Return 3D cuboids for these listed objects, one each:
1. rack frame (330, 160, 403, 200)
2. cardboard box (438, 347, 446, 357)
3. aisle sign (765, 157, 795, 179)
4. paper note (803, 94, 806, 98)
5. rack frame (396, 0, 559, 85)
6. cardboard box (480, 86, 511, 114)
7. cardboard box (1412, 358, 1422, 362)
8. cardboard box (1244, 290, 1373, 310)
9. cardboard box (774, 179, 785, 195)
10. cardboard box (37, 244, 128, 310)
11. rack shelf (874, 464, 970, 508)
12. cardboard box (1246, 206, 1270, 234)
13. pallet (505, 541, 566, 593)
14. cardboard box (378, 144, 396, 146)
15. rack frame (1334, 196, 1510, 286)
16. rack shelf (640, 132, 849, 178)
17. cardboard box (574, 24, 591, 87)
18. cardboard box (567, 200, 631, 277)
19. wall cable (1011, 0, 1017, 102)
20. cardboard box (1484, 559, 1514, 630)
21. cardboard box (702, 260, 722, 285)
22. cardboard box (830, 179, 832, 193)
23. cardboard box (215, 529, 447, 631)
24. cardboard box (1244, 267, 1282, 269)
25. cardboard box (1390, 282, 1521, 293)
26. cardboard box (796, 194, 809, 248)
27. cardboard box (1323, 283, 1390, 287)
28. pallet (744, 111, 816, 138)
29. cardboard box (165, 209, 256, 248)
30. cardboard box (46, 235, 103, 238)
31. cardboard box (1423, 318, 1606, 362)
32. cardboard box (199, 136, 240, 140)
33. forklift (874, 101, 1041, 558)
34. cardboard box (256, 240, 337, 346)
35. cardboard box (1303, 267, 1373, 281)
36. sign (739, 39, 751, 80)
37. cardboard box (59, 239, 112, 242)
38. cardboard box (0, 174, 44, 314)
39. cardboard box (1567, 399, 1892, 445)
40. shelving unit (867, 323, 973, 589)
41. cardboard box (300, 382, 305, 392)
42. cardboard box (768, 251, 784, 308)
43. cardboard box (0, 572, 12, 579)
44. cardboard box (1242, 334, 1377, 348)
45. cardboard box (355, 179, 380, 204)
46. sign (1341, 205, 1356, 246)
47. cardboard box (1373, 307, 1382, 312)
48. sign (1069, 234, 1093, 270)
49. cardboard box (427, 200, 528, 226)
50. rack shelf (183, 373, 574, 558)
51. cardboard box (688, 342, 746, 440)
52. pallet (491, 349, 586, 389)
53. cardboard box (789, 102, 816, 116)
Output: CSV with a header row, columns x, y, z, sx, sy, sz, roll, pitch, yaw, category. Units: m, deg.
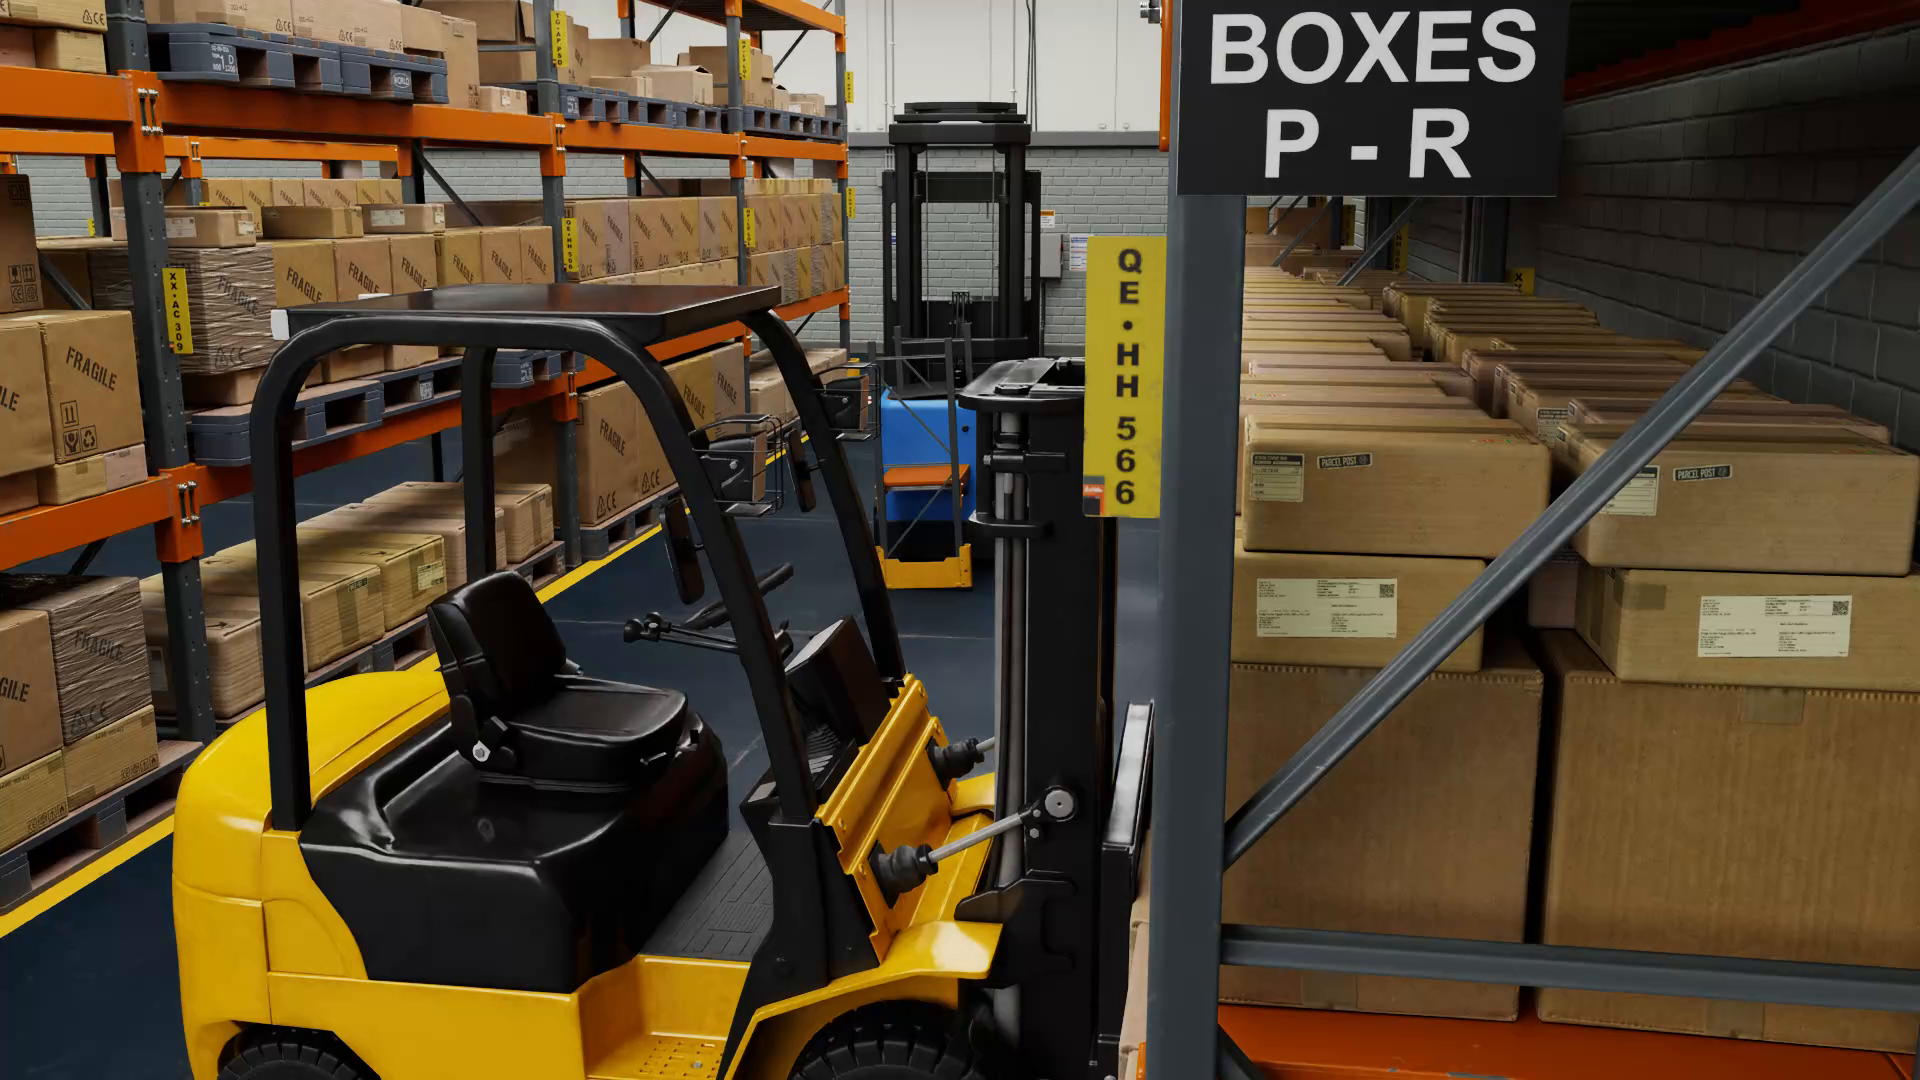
x,y,z,sx,sy,sz,roll,pitch,yaw,category
-6.622,-3.114,18.823,1.000,3.000,0.127,2,12,9,rack frame
-2.966,-1.046,8.825,0.380,0.149,0.250,2,12,9,cardboard box
-1.991,-4.270,18.015,0.394,0.787,0.004,2,12,9,aisle sign
-1.464,-4.192,15.699,0.006,0.032,0.123,2,12,9,paper note
-2.946,-4.242,9.817,1.000,3.000,0.127,2,12,9,rack frame
-2.817,-2.528,9.582,0.380,0.149,0.250,2,12,9,cardboard box
1.363,-0.395,4.431,0.380,0.149,0.250,2,12,11,cardboard box
1.020,-0.660,4.955,0.380,0.149,0.250,2,12,8,cardboard box
-1.836,-3.267,15.380,0.380,0.149,0.250,2,12,7,cardboard box
-3.717,-0.980,6.980,0.500,0.500,0.500,2,12,8,cardboard box
-0.190,-0.377,10.472,0.538,0.185,1.000,-2,12,7,rack shelf
2.623,-2.855,15.492,0.500,0.500,0.500,2,12,10,cardboard box
-3.068,0.216,9.988,1.003,0.211,1.213,2,12,9,pallet
-6.431,-4.404,18.043,0.500,0.250,0.500,2,12,7,cardboard box
1.344,-0.317,5.842,1.000,3.000,0.127,2,12,9,rack frame
-2.023,-3.673,16.004,1.077,0.370,4.000,2,12,9,rack shelf
-2.962,-3.406,11.824,0.500,0.500,0.500,2,12,9,cardboard box
-2.562,-2.045,11.253,0.500,0.500,0.500,2,12,9,cardboard box
-0.376,-7.076,22.965,2.355,3.000,0.029,2,12,9,wall cable
1.138,0.264,2.911,0.500,0.500,0.500,2,12,10,cardboard box
-2.228,-2.109,13.329,0.500,0.250,0.500,2,12,10,cardboard box
-1.573,-3.748,17.615,0.380,0.149,0.250,2,12,9,cardboard box
-3.271,0.199,8.691,0.950,0.372,0.625,2,12,11,cardboard box
1.619,-1.458,9.363,0.380,0.149,0.250,2,12,10,cardboard box
1.593,-0.752,5.378,0.380,0.149,0.250,2,12,9,cardboard box
-1.764,-3.087,16.087,0.500,0.500,0.500,2,12,8,cardboard box
1.892,-1.121,7.797,0.380,0.149,0.250,2,12,10,cardboard box
-2.005,-3.988,15.969,1.003,0.211,1.213,2,12,9,pallet
-3.139,-1.280,6.832,0.380,0.149,0.250,2,12,8,cardboard box
-7.753,-2.587,14.567,0.380,0.149,0.250,3,12,12,cardboard box
1.295,-0.434,3.906,0.380,0.149,0.250,2,12,10,cardboard box
-6.906,-3.762,15.066,0.500,0.250,0.500,3,12,12,cardboard box
0.018,-1.565,11.799,1.130,2.935,3.031,0,12,2,forklift
-3.129,-1.069,7.392,0.500,0.500,0.500,2,12,9,cardboard box
2.109,-1.441,9.282,0.380,0.149,0.250,2,12,10,cardboard box
-1.793,-3.999,13.837,0.100,0.325,0.005,2,12,9,sign
-7.229,-2.400,13.699,0.380,0.149,0.250,2,12,8,cardboard box
-3.843,-1.075,6.045,0.700,0.500,0.500,2,12,8,cardboard box
1.094,-0.112,2.408,0.380,0.149,0.250,2,12,11,cardboard box
-0.199,-0.555,10.443,0.587,1.500,1.083,-2,12,7,shelving unit
-3.117,-0.716,7.293,0.380,0.149,0.250,2,12,10,cardboard box
-1.919,-2.385,15.201,0.500,0.500,0.500,2,12,9,cardboard box
-3.919,0.410,6.222,0.500,0.500,0.500,2,12,11,cardboard box
0.673,-0.346,3.494,0.380,0.149,0.250,2,12,10,cardboard box
-6.525,-3.588,17.707,0.500,0.500,0.500,1,12,7,cardboard box
3.123,-2.531,13.368,0.100,0.325,0.005,2,12,9,sign
1.703,-0.803,6.322,0.380,0.149,0.250,1,12,7,cardboard box
1.702,-4.031,23.305,0.329,0.494,0.001,2,12,9,sign
-3.125,-1.963,10.871,0.500,0.500,0.500,2,12,7,cardboard box
-3.254,-0.541,8.593,1.077,0.370,4.000,2,12,9,rack shelf
-2.347,-1.177,13.881,0.875,0.875,0.875,2,12,10,cardboard box
-2.950,-1.064,9.764,1.213,0.211,1.003,2,12,9,pallet
-1.681,-4.386,16.966,0.380,0.149,0.250,1,12,4,cardboard box
